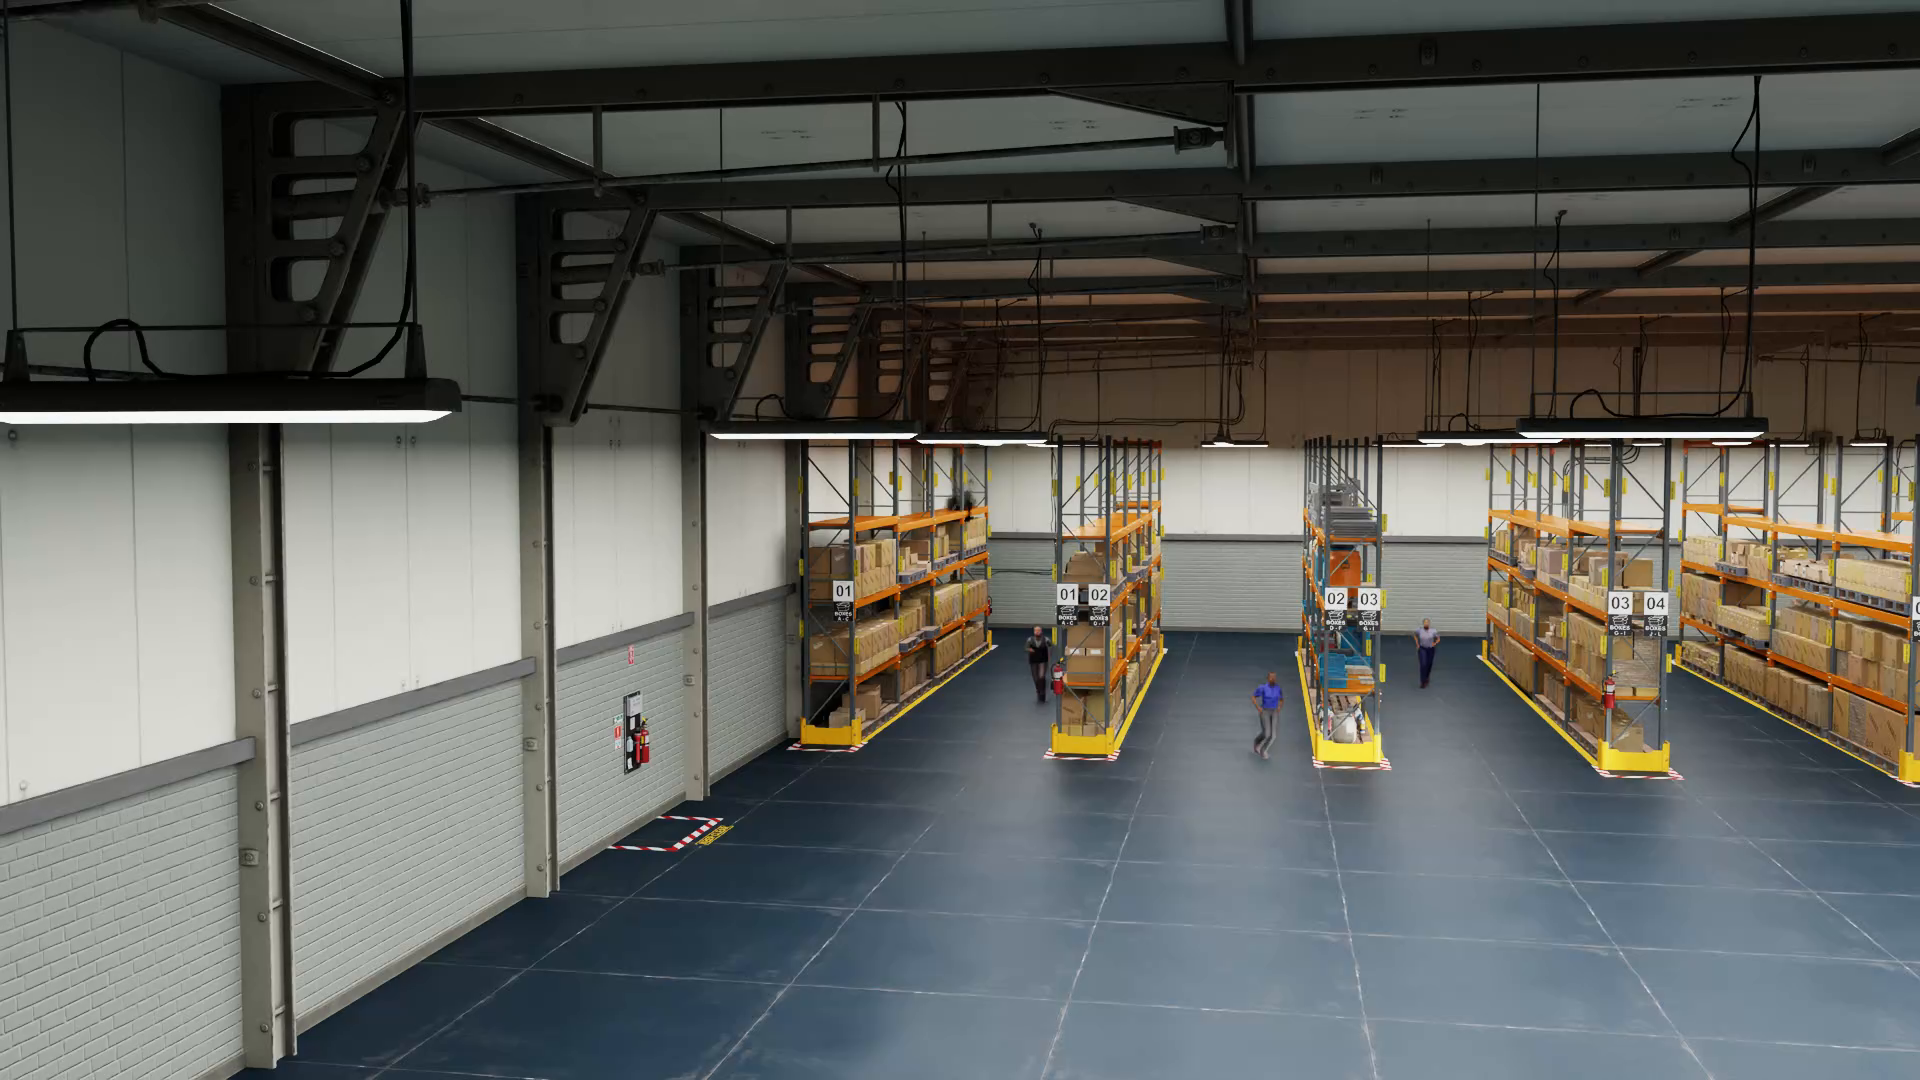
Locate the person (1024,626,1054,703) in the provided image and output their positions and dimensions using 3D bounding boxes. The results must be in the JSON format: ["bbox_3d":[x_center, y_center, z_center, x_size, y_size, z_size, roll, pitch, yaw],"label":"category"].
[{"bbox_3d":[1.786,2.829,37.873,0.640,1.743,0.777,1,3,14],"label":"person"}]

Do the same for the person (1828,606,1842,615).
[{"bbox_3d":[23.705,2.465,45.156,0.744,1.629,0.539,1,3,11],"label":"person"}]

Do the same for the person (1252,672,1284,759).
[{"bbox_3d":[5.756,3.255,30.923,0.610,1.616,0.509,-1,3,-14],"label":"person"}]

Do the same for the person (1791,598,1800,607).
[{"bbox_3d":[22.577,2.440,45.097,0.693,1.732,0.630,0,3,4],"label":"person"}]

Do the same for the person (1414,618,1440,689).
[{"bbox_3d":[11.316,2.726,40.290,0.601,1.686,0.815,0,3,8],"label":"person"}]
